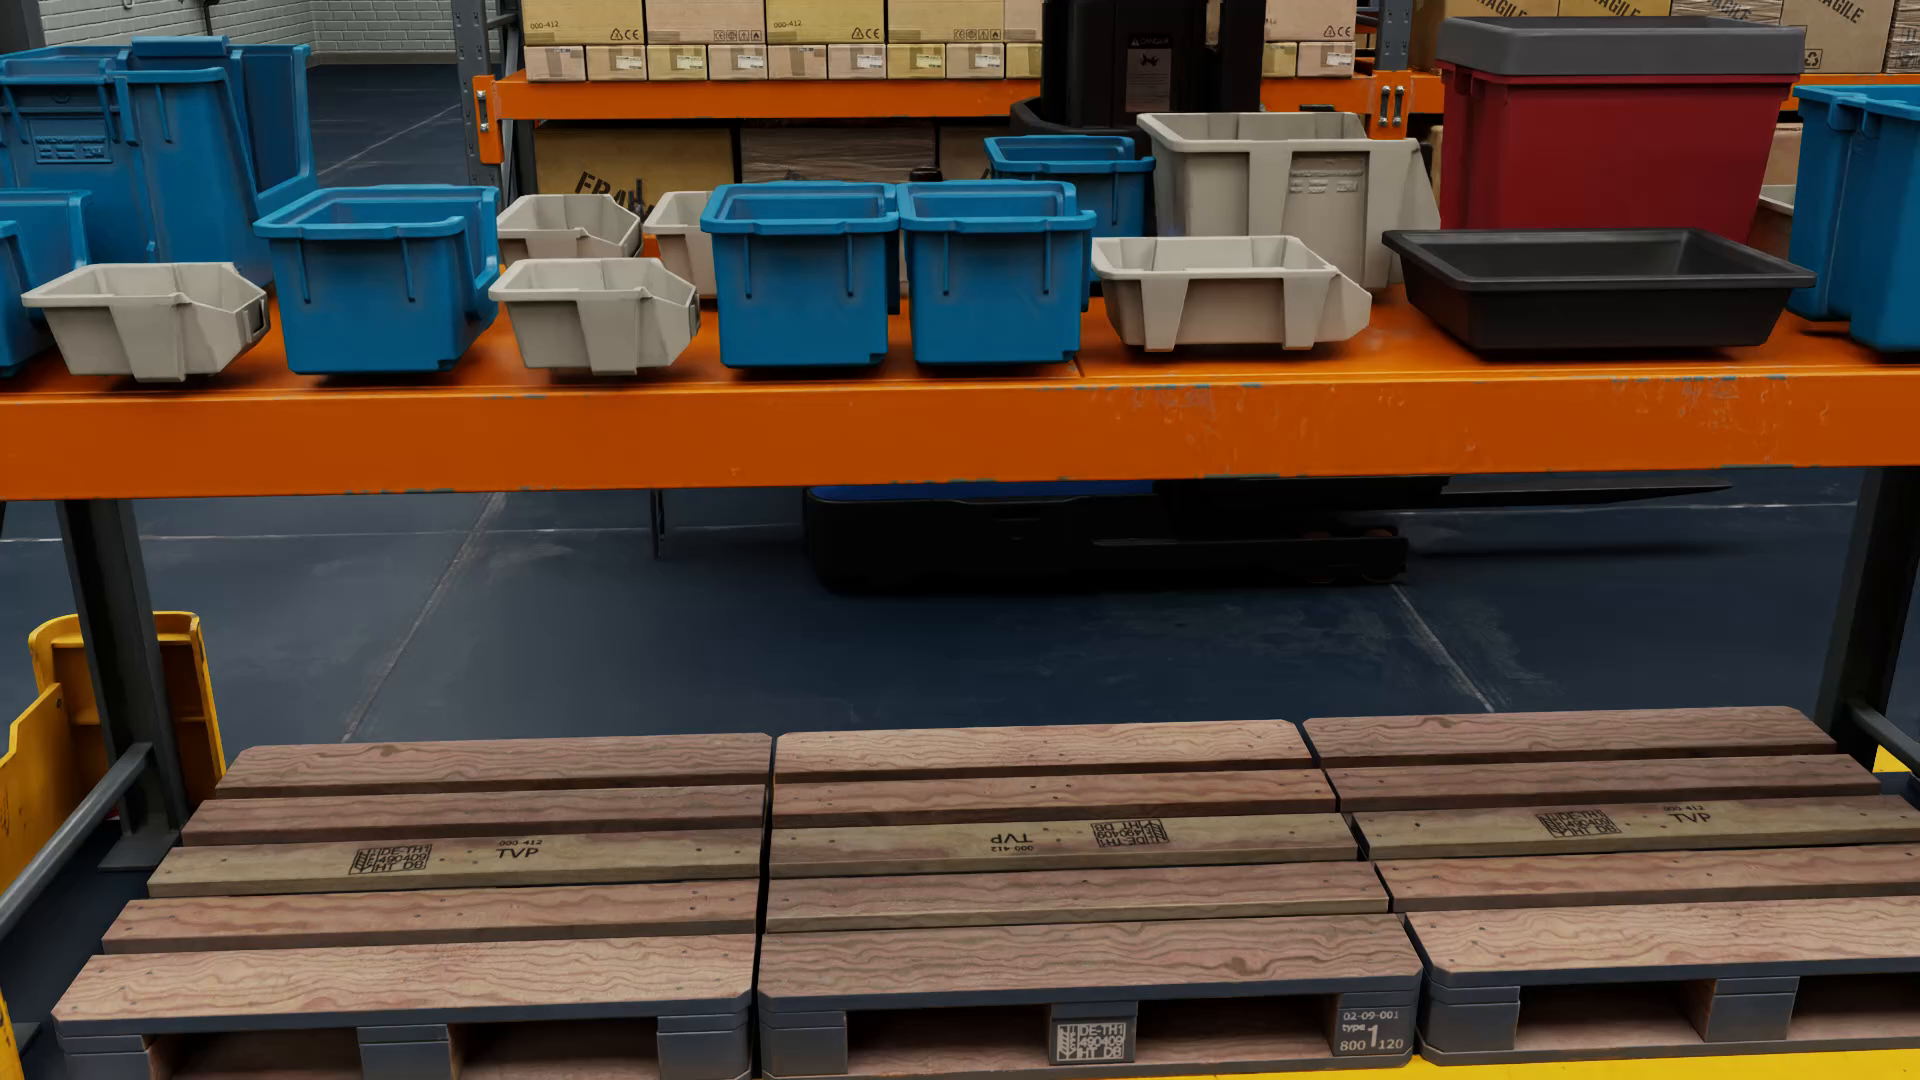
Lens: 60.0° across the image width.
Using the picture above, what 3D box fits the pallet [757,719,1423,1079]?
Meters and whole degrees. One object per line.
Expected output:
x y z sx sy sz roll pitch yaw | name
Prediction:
0.211 0.709 3.461 1.213 0.211 1.003 -1 21 -3 | pallet

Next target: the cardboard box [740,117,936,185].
-0.569 -1.590 7.977 0.875 0.875 0.875 -1 21 -3 | cardboard box

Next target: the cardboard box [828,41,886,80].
-0.456 -2.126 7.343 0.250 0.149 0.380 -1 21 -4 | cardboard box

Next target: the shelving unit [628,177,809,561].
-0.759 -0.541 5.357 0.503 1.200 0.258 -2 21 -4 | shelving unit

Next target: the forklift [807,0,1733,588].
1.006 -1.416 5.221 3.031 2.935 1.130 -2 21 -4 | forklift

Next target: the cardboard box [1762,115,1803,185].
3.411 -1.650 8.134 0.875 0.875 1.225 -2 21 -5 | cardboard box

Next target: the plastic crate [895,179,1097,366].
0.050 -0.438 2.706 0.300 0.233 0.416 -1 21 -3 | plastic crate

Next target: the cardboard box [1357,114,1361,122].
2.980 -3.132 12.554 0.500 0.500 0.500 0 21 -1 | cardboard box

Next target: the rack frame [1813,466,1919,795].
2.164 -0.648 3.108 0.127 3.000 1.000 -1 21 -3 | rack frame

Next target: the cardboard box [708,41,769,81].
-0.967 -2.116 7.316 0.250 0.149 0.380 -1 21 -4 | cardboard box

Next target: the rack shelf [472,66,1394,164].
-0.116 -2.031 7.751 4.000 0.370 1.077 -1 21 -3 | rack shelf

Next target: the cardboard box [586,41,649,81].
-1.483 -2.105 7.287 0.250 0.149 0.380 -1 21 -4 | cardboard box

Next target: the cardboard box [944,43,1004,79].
0.058 -2.137 7.371 0.250 0.149 0.380 -1 21 -2 | cardboard box

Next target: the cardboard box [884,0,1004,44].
-0.077 -2.344 7.354 0.500 0.250 0.500 -2 21 -4 | cardboard box

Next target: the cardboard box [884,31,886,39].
-0.249 -2.364 7.968 0.250 0.149 0.380 -1 21 -2 | cardboard box

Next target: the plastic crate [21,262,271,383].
-1.239 -0.337 2.577 0.298 0.136 0.250 -1 21 -3 | plastic crate

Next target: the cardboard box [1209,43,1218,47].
1.082 -2.157 7.425 0.250 0.149 0.380 -2 21 -4 | cardboard box

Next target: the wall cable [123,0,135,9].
-8.306 -6.213 16.253 0.123 1.953 0.585 -1 21 -3 | wall cable

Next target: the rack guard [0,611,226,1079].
-1.853 0.606 3.326 0.348 0.500 1.175 -1 21 -3 | rack guard

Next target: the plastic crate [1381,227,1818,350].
1.062 -0.430 2.836 0.590 0.125 0.437 -1 21 -3 | plastic crate

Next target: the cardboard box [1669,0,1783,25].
3.356 -2.396 7.557 0.500 0.500 0.500 -2 21 -4 | cardboard box

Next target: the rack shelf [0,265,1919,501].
0.167 -0.271 3.129 4.000 0.370 1.077 -1 21 -3 | rack shelf

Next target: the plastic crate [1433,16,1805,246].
1.258 -0.777 3.272 0.583 0.464 0.402 -1 21 -3 | plastic crate

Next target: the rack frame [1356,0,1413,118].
1.881 -2.408 7.729 0.127 3.000 1.000 -1 21 -3 | rack frame

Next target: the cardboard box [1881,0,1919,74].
4.380 -2.418 7.616 0.500 0.500 0.500 -2 21 -5 | cardboard box

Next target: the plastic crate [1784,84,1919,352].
1.717 -0.538 2.757 0.575 0.384 0.392 -1 21 -3 | plastic crate

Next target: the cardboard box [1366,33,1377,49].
4.615 -5.228 17.533 0.875 0.875 0.875 -1 21 -4 | cardboard box

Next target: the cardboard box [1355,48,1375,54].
2.942 -3.661 12.890 0.500 0.250 0.500 0 21 0 | cardboard box

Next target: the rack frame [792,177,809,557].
-0.515 -0.548 5.374 0.015 1.200 0.240 -2 21 -4 | rack frame

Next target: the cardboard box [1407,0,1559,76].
2.355 -2.375 7.503 0.500 0.500 0.500 -1 21 -3 | cardboard box

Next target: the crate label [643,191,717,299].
-0.459 -0.568 3.183 0.243 0.136 0.396 -1 21 -3 | crate label

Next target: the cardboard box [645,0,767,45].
-1.099 -2.322 7.297 0.500 0.250 0.500 -1 21 -4 | cardboard box

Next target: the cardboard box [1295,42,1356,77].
1.595 -2.168 7.452 0.250 0.149 0.380 -1 21 -3 | cardboard box

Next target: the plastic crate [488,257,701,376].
-0.562 -0.351 2.613 0.298 0.136 0.250 -1 21 -3 | plastic crate

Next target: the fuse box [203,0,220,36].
-8.281 -5.871 18.637 0.414 1.711 0.539 -1 21 -3 | fuse box

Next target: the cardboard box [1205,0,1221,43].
0.939 -2.363 7.405 0.500 0.250 0.500 -1 21 -1 | cardboard box

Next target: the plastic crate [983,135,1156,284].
0.206 -0.650 3.263 0.300 0.233 0.416 -1 21 -3 | plastic crate

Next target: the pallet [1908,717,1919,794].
2.937 0.654 3.607 1.213 0.211 1.003 -1 21 -3 | pallet
